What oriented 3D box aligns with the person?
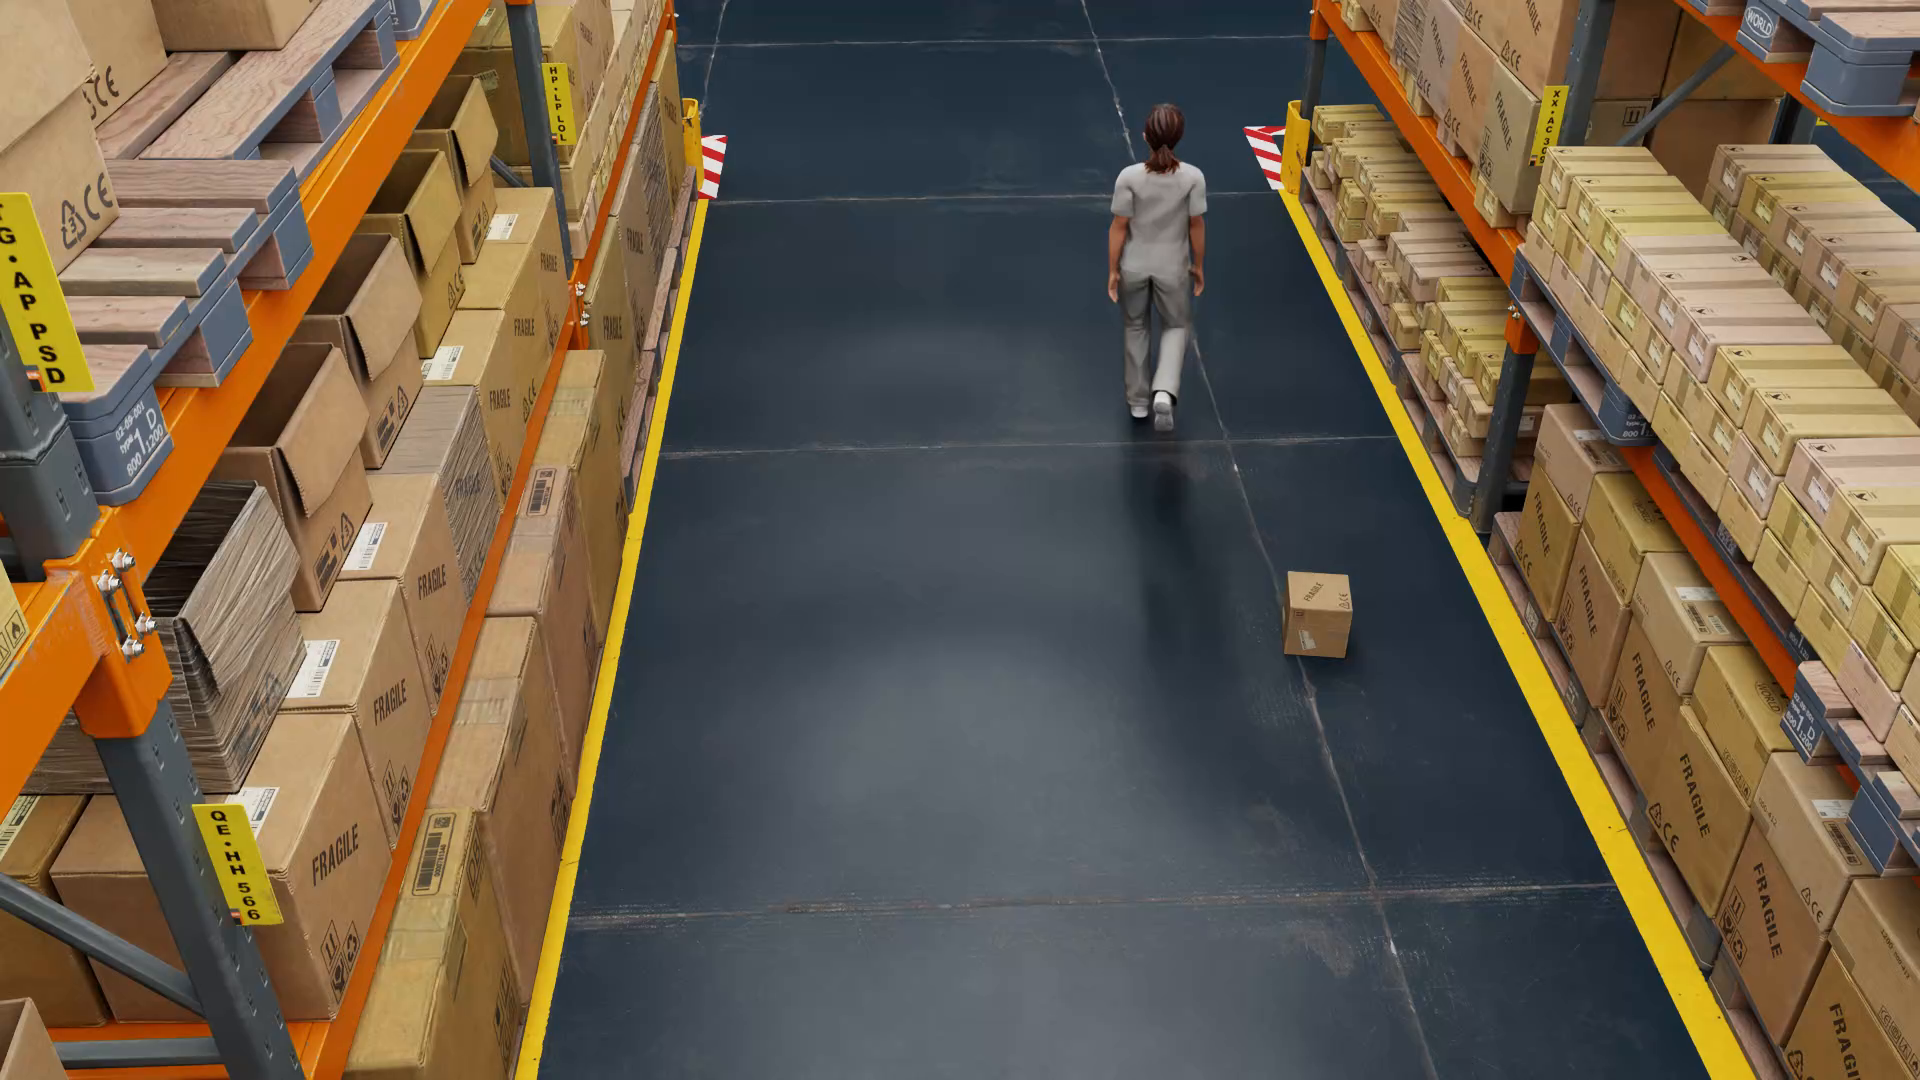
[{"bbox_3d":[0.932,-1.266,7.897,0.466,1.652,0.672,4,36,6],"label":"person"}]
